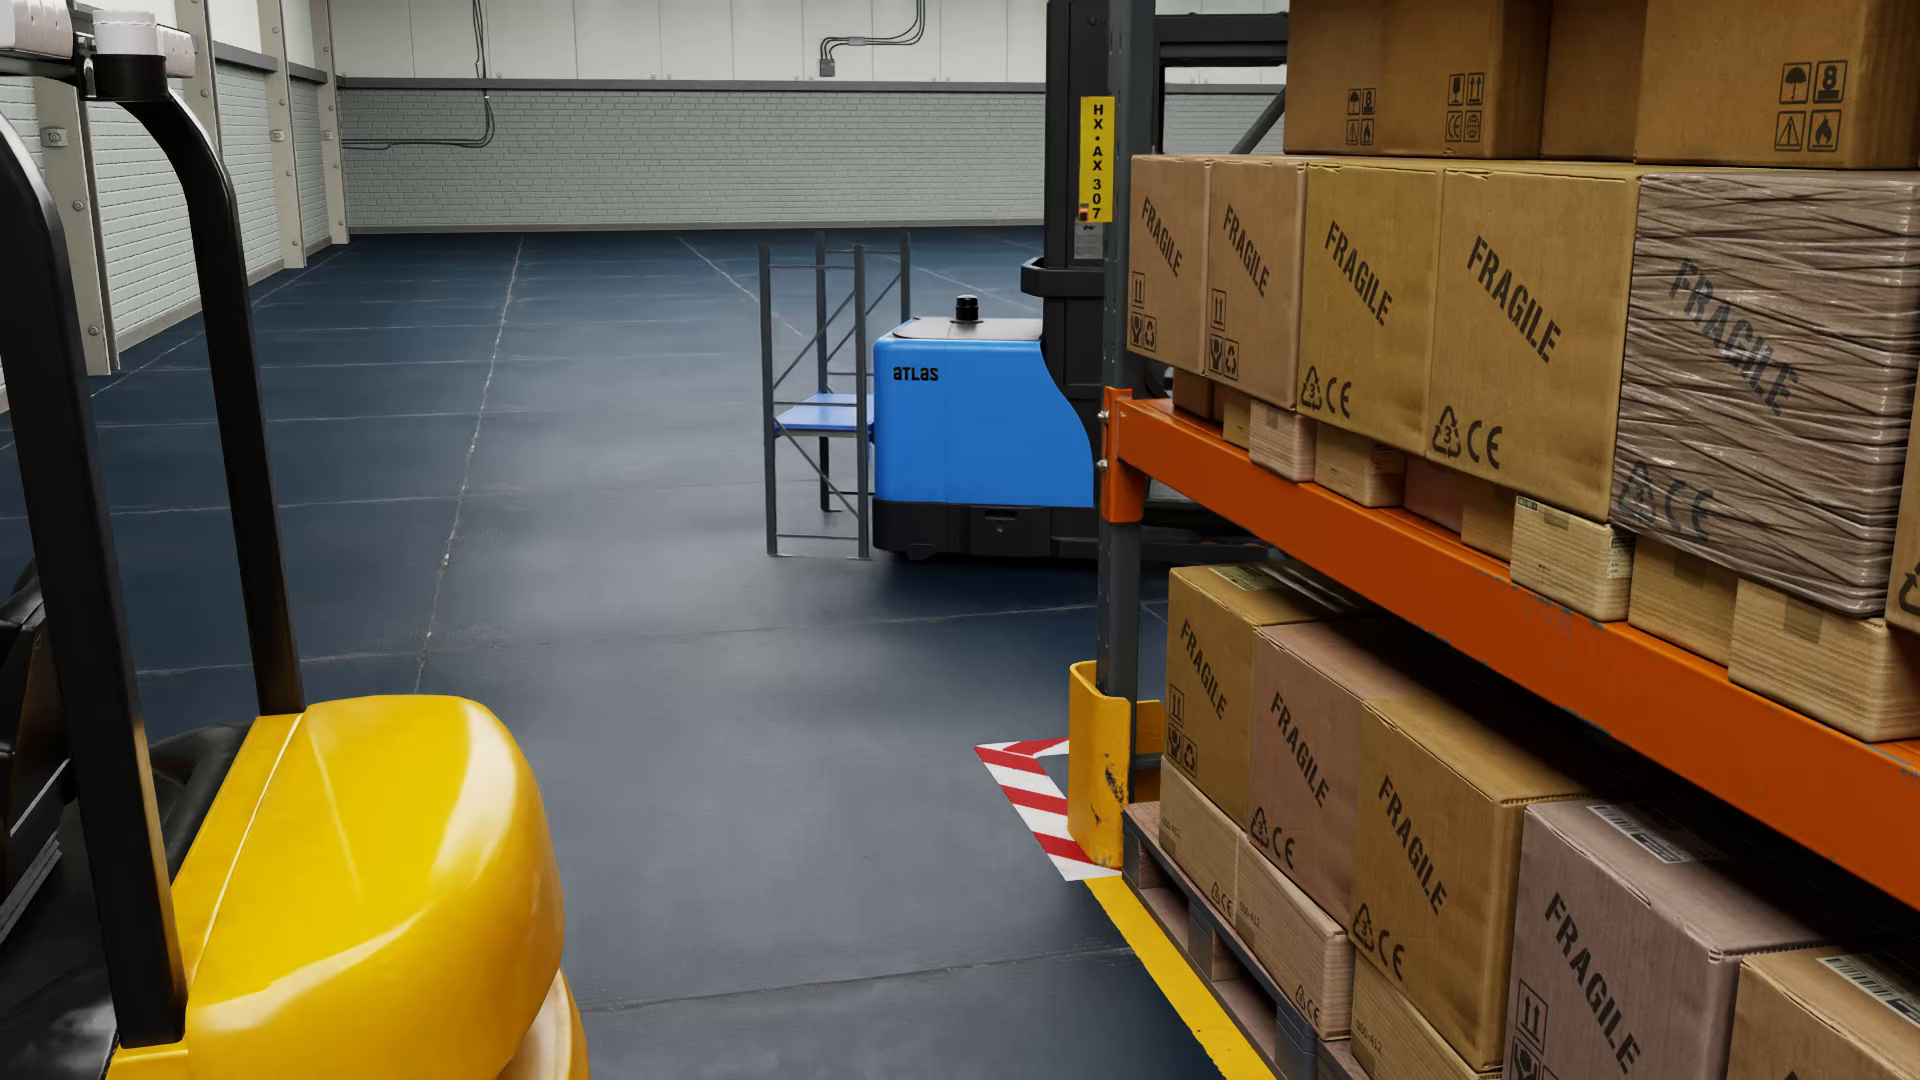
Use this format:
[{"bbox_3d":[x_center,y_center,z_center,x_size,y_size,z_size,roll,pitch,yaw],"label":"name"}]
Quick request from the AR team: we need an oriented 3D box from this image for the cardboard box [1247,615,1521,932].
[{"bbox_3d":[0.949,0.472,3.505,0.500,0.500,0.500,-4,14,-15],"label":"cardboard box"}]

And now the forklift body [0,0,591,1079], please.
[{"bbox_3d":[-1.710,0.403,2.247,2.313,2.155,1.214,-3,14,-13],"label":"forklift body"}]

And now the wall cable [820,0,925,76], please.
[{"bbox_3d":[-1.862,-12.901,35.105,2.305,6.003,0.169,-3,14,-13],"label":"wall cable"}]

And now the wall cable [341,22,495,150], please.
[{"bbox_3d":[-11.094,-9.215,33.726,3.097,2.526,0.112,-3,14,-13],"label":"wall cable"}]

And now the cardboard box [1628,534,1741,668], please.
[{"bbox_3d":[1.190,0.070,2.351,0.380,0.149,0.250,-4,14,-14],"label":"cardboard box"}]

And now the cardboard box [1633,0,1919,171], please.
[{"bbox_3d":[1.541,-0.844,2.618,0.700,0.500,0.500,-3,14,-14],"label":"cardboard box"}]

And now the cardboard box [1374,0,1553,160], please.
[{"bbox_3d":[1.339,-1.079,3.579,0.700,0.500,0.500,-3,14,-13],"label":"cardboard box"}]

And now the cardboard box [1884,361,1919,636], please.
[{"bbox_3d":[1.361,-0.100,1.680,0.500,0.500,0.500,-3,14,-11],"label":"cardboard box"}]

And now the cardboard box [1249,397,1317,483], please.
[{"bbox_3d":[0.845,-0.227,3.565,0.380,0.149,0.250,-3,14,-12],"label":"cardboard box"}]

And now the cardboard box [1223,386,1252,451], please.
[{"bbox_3d":[0.830,-0.288,3.815,0.380,0.149,0.250,-4,14,-15],"label":"cardboard box"}]

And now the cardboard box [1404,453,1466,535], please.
[{"bbox_3d":[1.059,-0.111,3.092,0.380,0.149,0.250,-3,14,-11],"label":"cardboard box"}]

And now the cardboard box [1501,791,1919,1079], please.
[{"bbox_3d":[1.193,0.711,2.526,0.500,0.500,0.500,-3,14,-10],"label":"cardboard box"}]

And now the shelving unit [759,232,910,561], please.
[{"bbox_3d":[-0.600,-0.760,8.379,0.538,1.500,1.048,2,14,10],"label":"shelving unit"}]

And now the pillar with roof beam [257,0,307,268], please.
[{"bbox_3d":[-6.093,-8.826,25.590,9.100,9.000,0.400,-3,14,-13],"label":"pillar with roof beam"}]

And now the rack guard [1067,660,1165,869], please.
[{"bbox_3d":[0.913,0.609,4.882,1.175,0.500,0.348,-3,14,-13],"label":"rack guard"}]

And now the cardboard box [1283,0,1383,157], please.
[{"bbox_3d":[1.227,-1.196,4.059,0.700,0.500,0.500,-4,14,-15],"label":"cardboard box"}]

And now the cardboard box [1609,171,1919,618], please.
[{"bbox_3d":[1.235,-0.220,2.169,0.500,0.500,0.500,-3,14,-12],"label":"cardboard box"}]

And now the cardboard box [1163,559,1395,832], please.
[{"bbox_3d":[0.822,0.351,3.997,0.500,0.500,0.500,-4,14,-15],"label":"cardboard box"}]

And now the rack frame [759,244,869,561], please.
[{"bbox_3d":[-0.689,-0.642,7.893,0.500,1.500,0.032,2,14,10],"label":"rack frame"}]

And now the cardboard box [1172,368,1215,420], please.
[{"bbox_3d":[0.774,-0.411,4.319,0.380,0.149,0.250,-3,14,-13],"label":"cardboard box"}]

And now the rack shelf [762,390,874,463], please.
[{"bbox_3d":[-0.600,-0.586,8.422,0.538,0.185,1.000,2,14,10],"label":"rack shelf"}]

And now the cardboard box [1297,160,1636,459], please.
[{"bbox_3d":[0.982,-0.455,3.130,0.500,0.500,0.500,-4,14,-14],"label":"cardboard box"}]

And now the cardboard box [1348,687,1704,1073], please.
[{"bbox_3d":[1.059,0.588,3.029,0.500,0.500,0.500,-3,14,-12],"label":"cardboard box"}]

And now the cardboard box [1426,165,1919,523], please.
[{"bbox_3d":[1.110,-0.338,2.652,0.500,0.500,0.500,-4,14,-14],"label":"cardboard box"}]

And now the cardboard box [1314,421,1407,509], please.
[{"bbox_3d":[0.939,-0.169,3.328,0.380,0.149,0.250,-3,14,-12],"label":"cardboard box"}]

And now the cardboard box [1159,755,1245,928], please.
[{"bbox_3d":[0.816,0.710,4.109,0.500,0.250,0.500,-3,14,-14],"label":"cardboard box"}]

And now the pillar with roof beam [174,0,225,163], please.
[{"bbox_3d":[-4.684,-7.441,19.925,9.100,9.000,0.400,-3,14,-13],"label":"pillar with roof beam"}]

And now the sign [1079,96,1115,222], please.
[{"bbox_3d":[0.368,-1.013,4.430,0.100,0.325,0.005,-3,14,-13],"label":"sign"}]

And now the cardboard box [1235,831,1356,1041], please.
[{"bbox_3d":[0.928,0.828,3.625,0.500,0.250,0.500,-3,14,-11],"label":"cardboard box"}]

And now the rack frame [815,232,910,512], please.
[{"bbox_3d":[-0.511,-0.879,8.865,0.500,1.500,0.032,2,14,10],"label":"rack frame"}]

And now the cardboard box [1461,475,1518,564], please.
[{"bbox_3d":[1.092,-0.049,2.836,0.380,0.149,0.250,-4,14,-15],"label":"cardboard box"}]

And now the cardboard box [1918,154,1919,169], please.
[{"bbox_3d":[1.752,-0.729,2.147,0.700,0.500,0.500,-4,14,-14],"label":"cardboard box"}]

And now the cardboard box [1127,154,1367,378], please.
[{"bbox_3d":[0.737,-0.691,4.099,0.500,0.500,0.500,-4,14,-14],"label":"cardboard box"}]

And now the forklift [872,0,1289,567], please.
[{"bbox_3d":[1.140,-1.378,7.893,3.031,2.935,1.130,2,14,8],"label":"forklift"}]

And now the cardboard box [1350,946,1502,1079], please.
[{"bbox_3d":[1.069,0.954,3.113,0.500,0.250,0.500,-2,14,-9],"label":"cardboard box"}]

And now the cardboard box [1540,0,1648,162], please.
[{"bbox_3d":[1.559,-0.967,3.121,0.700,0.500,0.500,-3,14,-14],"label":"cardboard box"}]

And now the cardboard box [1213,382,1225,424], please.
[{"bbox_3d":[0.847,-0.354,4.084,0.380,0.149,0.250,-3,14,-12],"label":"cardboard box"}]

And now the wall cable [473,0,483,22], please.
[{"bbox_3d":[-8.464,-11.819,33.744,3.097,2.526,0.112,-3,14,-13],"label":"wall cable"}]

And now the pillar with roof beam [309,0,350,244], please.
[{"bbox_3d":[-7.503,-10.210,31.256,9.100,9.000,0.400,-3,14,-13],"label":"pillar with roof beam"}]

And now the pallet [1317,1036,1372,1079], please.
[{"bbox_3d":[1.352,1.219,2.991,1.003,0.211,1.213,-3,14,-13],"label":"pallet"}]

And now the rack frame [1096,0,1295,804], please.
[{"bbox_3d":[0.895,-0.623,4.657,1.000,3.000,0.127,-3,14,-13],"label":"rack frame"}]

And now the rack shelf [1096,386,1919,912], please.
[{"bbox_3d":[1.365,0.188,2.854,1.077,0.370,4.000,-3,14,-13],"label":"rack shelf"}]

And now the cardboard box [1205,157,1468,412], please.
[{"bbox_3d":[0.861,-0.572,3.611,0.500,0.500,0.500,-3,14,-11],"label":"cardboard box"}]

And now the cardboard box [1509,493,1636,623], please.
[{"bbox_3d":[1.094,0.012,2.585,0.380,0.149,0.250,-3,14,-13],"label":"cardboard box"}]

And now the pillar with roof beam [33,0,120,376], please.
[{"bbox_3d":[-3.275,-6.057,14.259,9.100,9.000,0.400,-3,14,-13],"label":"pillar with roof beam"}]

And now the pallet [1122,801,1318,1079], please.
[{"bbox_3d":[1.069,0.938,4.141,1.003,0.211,1.213,-3,14,-13],"label":"pallet"}]

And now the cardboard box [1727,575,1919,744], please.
[{"bbox_3d":[1.221,0.130,2.102,0.380,0.149,0.250,-3,14,-14],"label":"cardboard box"}]

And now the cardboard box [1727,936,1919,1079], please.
[{"bbox_3d":[1.314,0.828,2.045,0.500,0.500,0.500,-3,14,-12],"label":"cardboard box"}]
